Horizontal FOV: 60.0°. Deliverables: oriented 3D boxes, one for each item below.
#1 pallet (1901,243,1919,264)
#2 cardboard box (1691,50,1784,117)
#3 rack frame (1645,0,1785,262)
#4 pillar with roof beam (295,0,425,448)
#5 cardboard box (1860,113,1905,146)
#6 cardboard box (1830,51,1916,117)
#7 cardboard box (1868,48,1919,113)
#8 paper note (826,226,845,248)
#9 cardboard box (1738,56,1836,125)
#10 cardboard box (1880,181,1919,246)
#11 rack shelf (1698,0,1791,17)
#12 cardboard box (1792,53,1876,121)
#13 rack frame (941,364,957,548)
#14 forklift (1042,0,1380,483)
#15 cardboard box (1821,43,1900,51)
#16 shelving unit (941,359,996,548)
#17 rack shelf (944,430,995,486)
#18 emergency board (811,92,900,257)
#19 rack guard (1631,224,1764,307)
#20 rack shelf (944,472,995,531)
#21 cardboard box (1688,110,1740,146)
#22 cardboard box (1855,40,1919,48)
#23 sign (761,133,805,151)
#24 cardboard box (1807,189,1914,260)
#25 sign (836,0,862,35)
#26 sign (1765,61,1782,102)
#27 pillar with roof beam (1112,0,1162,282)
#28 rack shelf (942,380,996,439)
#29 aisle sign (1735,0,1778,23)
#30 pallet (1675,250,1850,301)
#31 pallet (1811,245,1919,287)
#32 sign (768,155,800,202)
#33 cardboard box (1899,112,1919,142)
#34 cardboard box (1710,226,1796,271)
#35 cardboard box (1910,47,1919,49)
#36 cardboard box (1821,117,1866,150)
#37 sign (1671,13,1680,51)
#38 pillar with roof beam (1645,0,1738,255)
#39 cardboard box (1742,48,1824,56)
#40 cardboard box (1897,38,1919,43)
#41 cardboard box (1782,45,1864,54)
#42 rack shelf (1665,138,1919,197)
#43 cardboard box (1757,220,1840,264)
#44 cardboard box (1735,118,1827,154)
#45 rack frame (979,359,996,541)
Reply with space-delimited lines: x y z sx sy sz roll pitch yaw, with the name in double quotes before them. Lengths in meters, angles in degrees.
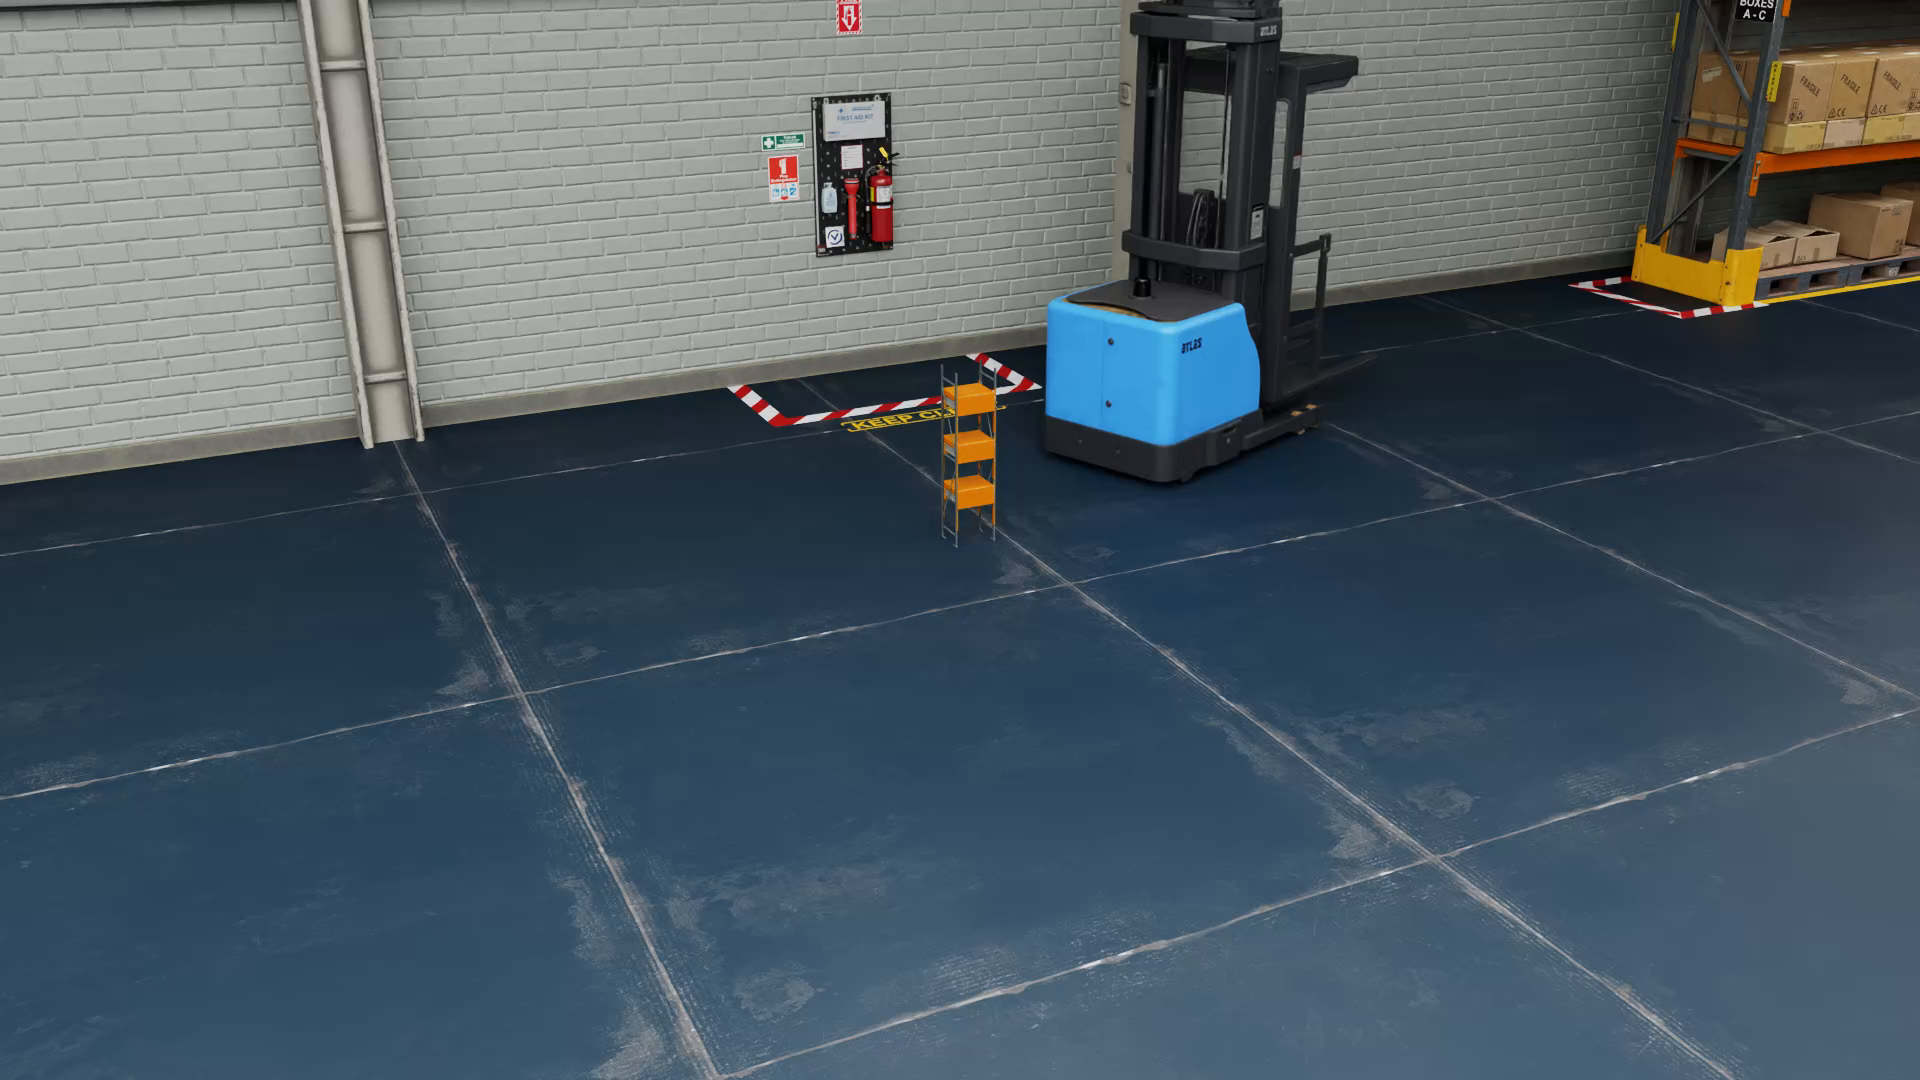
"pallet" 9.661 -2.917 16.522 1.213 0.211 1.003 -10 25 -24
"cardboard box" 6.979 -4.104 14.931 0.500 0.500 0.500 -11 25 -24
"rack frame" 6.646 -3.666 14.684 0.127 3.000 1.000 -10 25 -24
"pillar with roof beam" -2.044 -3.378 6.145 0.400 9.000 9.100 -10 25 -24
"cardboard box" 8.147 -3.751 15.059 0.500 0.250 0.500 -11 25 -24
"cardboard box" 8.125 -4.090 14.898 0.500 0.500 0.500 -11 25 -25
"cardboard box" 8.585 -4.180 15.115 0.500 0.500 0.500 -10 24 -22
"paper note" -0.937 -2.275 12.477 0.142 0.148 0.016 -10 25 -24
"cardboard box" 7.207 -3.928 14.507 0.500 0.500 0.500 -10 25 -24
"cardboard box" 9.333 -3.192 16.232 0.500 0.500 0.500 -12 26 -28
"rack shelf" 8.448 -5.051 15.049 4.000 0.370 1.077 -10 25 -24
"cardboard box" 7.656 -4.006 14.696 0.500 0.500 0.500 -10 25 -23
"rack frame" -0.062 -0.474 9.522 0.008 1.050 0.200 -10 25 -24
"forklift" 1.906 -2.197 11.226 1.130 2.935 3.031 19 29 38
"cardboard box" 8.354 -4.355 15.537 0.500 0.500 0.500 -10 25 -23
"shelving unit" 0.048 -0.494 9.571 0.252 1.050 0.215 -10 25 -24
"rack shelf" 0.048 -0.484 9.575 0.240 0.259 0.215 -10 25 -24
"emergency board" -0.748 -2.688 12.322 0.643 1.169 0.194 -10 25 -24
"rack guard" 6.715 -2.524 15.193 0.348 0.500 1.175 -10 25 -24
"rack shelf" 0.048 -0.227 9.681 0.240 0.259 0.215 -10 25 -24
"cardboard box" 6.983 -3.750 15.058 0.500 0.250 0.500 -10 25 -23
"cardboard box" 8.817 -4.445 15.755 0.500 0.500 0.500 -10 24 -22
"sign" -1.283 -2.891 12.072 0.331 0.109 0.001 -10 25 -24
"cardboard box" 8.505 -2.997 15.761 0.500 0.500 0.700 -12 25 -27
"sign" -0.798 -3.792 11.958 0.199 0.298 0.001 -10 25 -24
"sign" 6.882 -3.879 14.067 0.005 0.325 0.100 -10 25 -24
"pillar with roof beam" 3.362 -4.373 8.549 0.400 9.000 9.100 -10 25 -24
"rack shelf" 0.048 -0.746 9.466 0.240 0.259 0.215 -10 25 -24
"aisle sign" 6.711 -4.752 13.908 0.004 0.787 0.394 -10 25 -24
"pallet" 7.462 -2.513 15.544 1.213 0.211 1.003 -10 25 -24
"pallet" 8.560 -2.713 16.029 1.213 0.211 1.003 -10 25 -24
"sign" -1.291 -2.648 12.179 0.234 0.329 0.001 -10 25 -24
"cardboard box" 8.603 -3.834 15.260 0.500 0.250 0.500 -10 25 -23
"cardboard box" 7.309 -2.711 15.317 0.500 0.311 0.500 -14 26 -30
"cardboard box" 9.053 -4.266 15.324 0.500 0.500 0.500 -11 25 -25
"cardboard box" 7.685 -3.668 14.860 0.500 0.250 0.500 -11 25 -25
"sign" 6.423 -4.541 14.872 0.005 0.325 0.100 -10 25 -24
"pillar with roof beam" 8.769 -5.368 10.953 0.400 9.000 9.100 -10 25 -24
"cardboard box" 7.437 -4.184 15.125 0.500 0.500 0.500 -10 25 -23
"cardboard box" 9.269 -4.525 15.950 0.500 0.500 0.500 -11 25 -24
"cardboard box" 7.901 -4.271 15.336 0.500 0.500 0.500 -11 25 -25
"rack shelf" 8.448 -3.665 15.623 4.000 0.370 1.077 -10 25 -24
"cardboard box" 7.822 -2.805 15.545 0.500 0.311 0.500 -8 24 -19
"cardboard box" 7.224 -3.577 14.640 0.500 0.250 0.500 -11 25 -25
"rack frame" 0.158 -0.514 9.620 0.008 1.050 0.200 -10 25 -24
